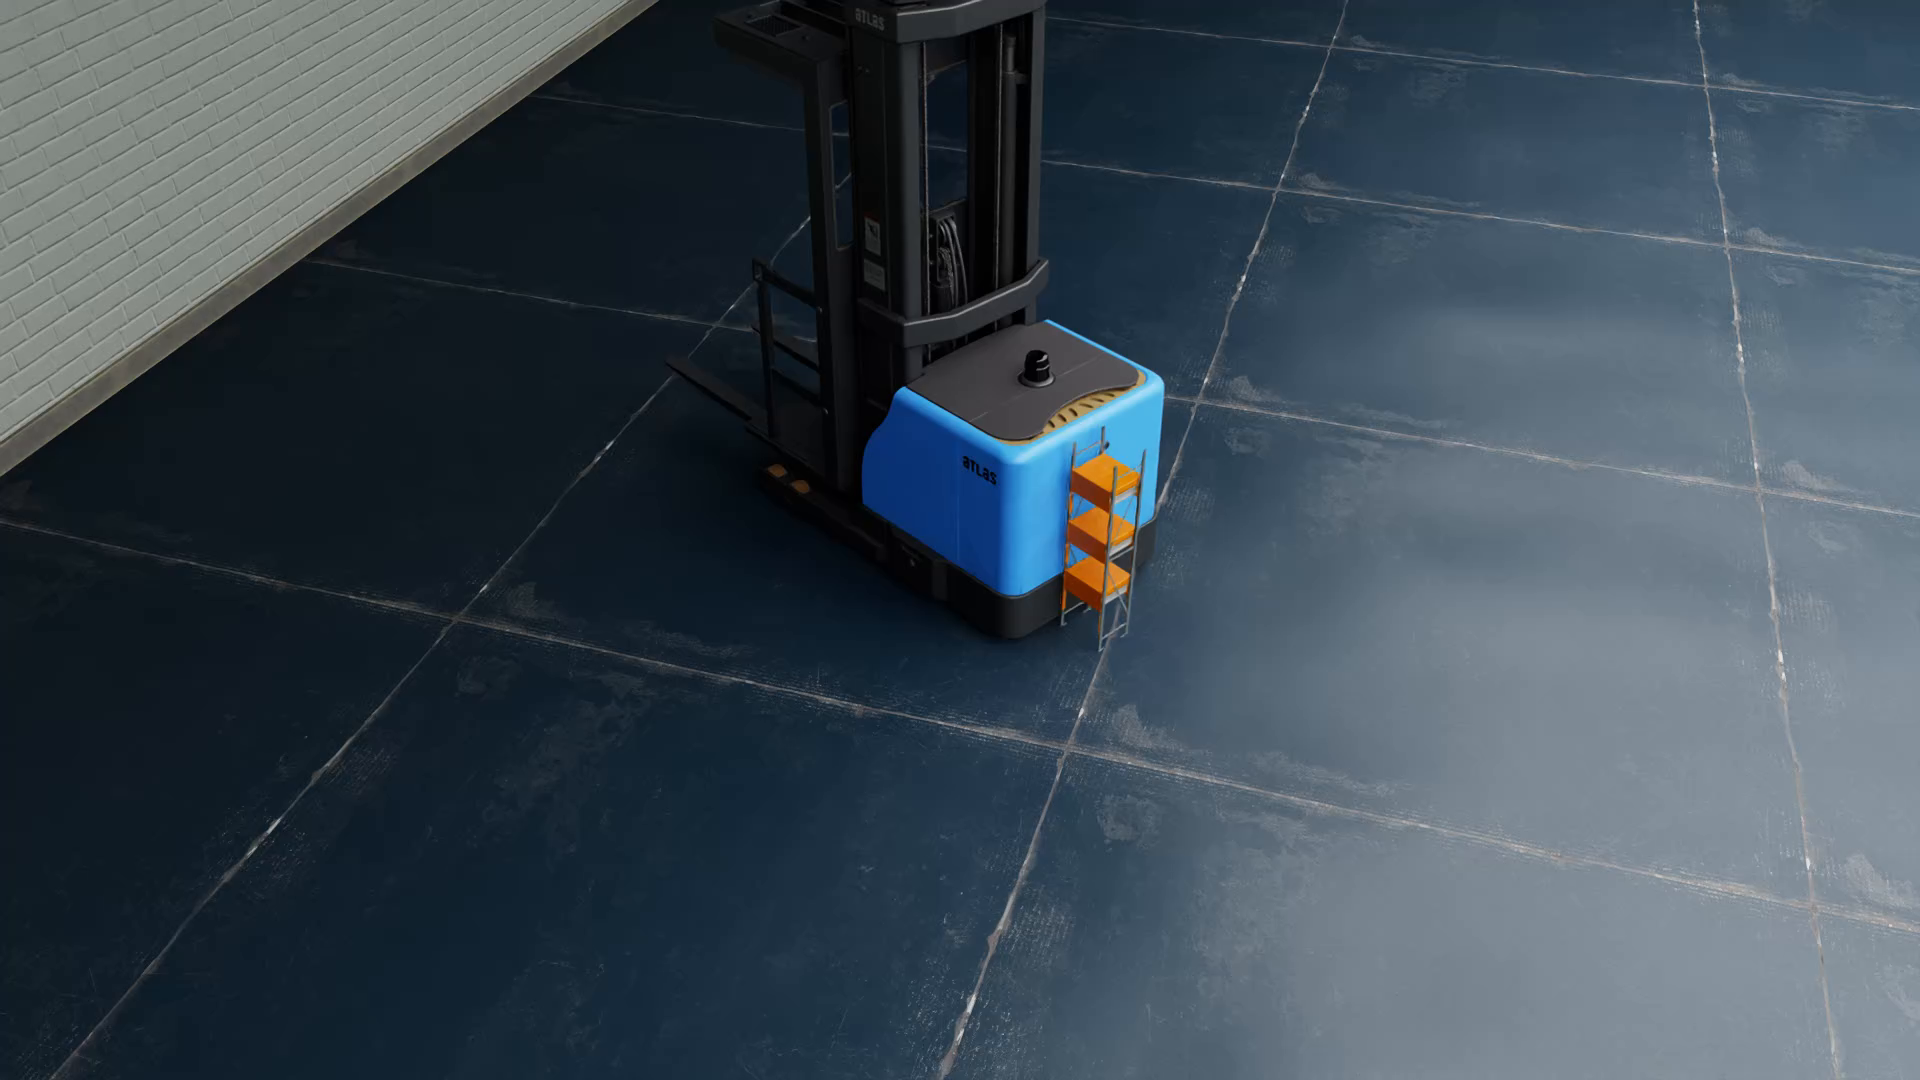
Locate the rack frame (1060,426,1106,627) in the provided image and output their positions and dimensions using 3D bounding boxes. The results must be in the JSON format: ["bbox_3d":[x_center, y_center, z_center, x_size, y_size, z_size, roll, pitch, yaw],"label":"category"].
[{"bbox_3d":[0.557,-0.046,7.601,0.200,1.050,0.008,-29,47,-33],"label":"rack frame"}]

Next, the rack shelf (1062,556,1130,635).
[{"bbox_3d":[0.635,0.238,7.706,0.215,0.259,0.240,-29,47,-33],"label":"rack shelf"}]

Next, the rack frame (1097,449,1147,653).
[{"bbox_3d":[0.723,0.065,7.461,0.200,1.050,0.008,-29,47,-33],"label":"rack frame"}]

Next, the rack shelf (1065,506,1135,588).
[{"bbox_3d":[0.640,0.018,7.537,0.215,0.259,0.240,-29,47,-33],"label":"rack shelf"}]

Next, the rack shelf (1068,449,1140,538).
[{"bbox_3d":[0.645,-0.207,7.364,0.215,0.259,0.240,-29,47,-33],"label":"rack shelf"}]

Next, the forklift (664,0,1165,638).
[{"bbox_3d":[-0.410,-1.510,8.014,1.130,2.935,3.031,-29,45,-33],"label":"forklift"}]

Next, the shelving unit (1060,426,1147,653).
[{"bbox_3d":[0.640,0.010,7.531,0.215,1.050,0.252,-29,47,-33],"label":"shelving unit"}]
